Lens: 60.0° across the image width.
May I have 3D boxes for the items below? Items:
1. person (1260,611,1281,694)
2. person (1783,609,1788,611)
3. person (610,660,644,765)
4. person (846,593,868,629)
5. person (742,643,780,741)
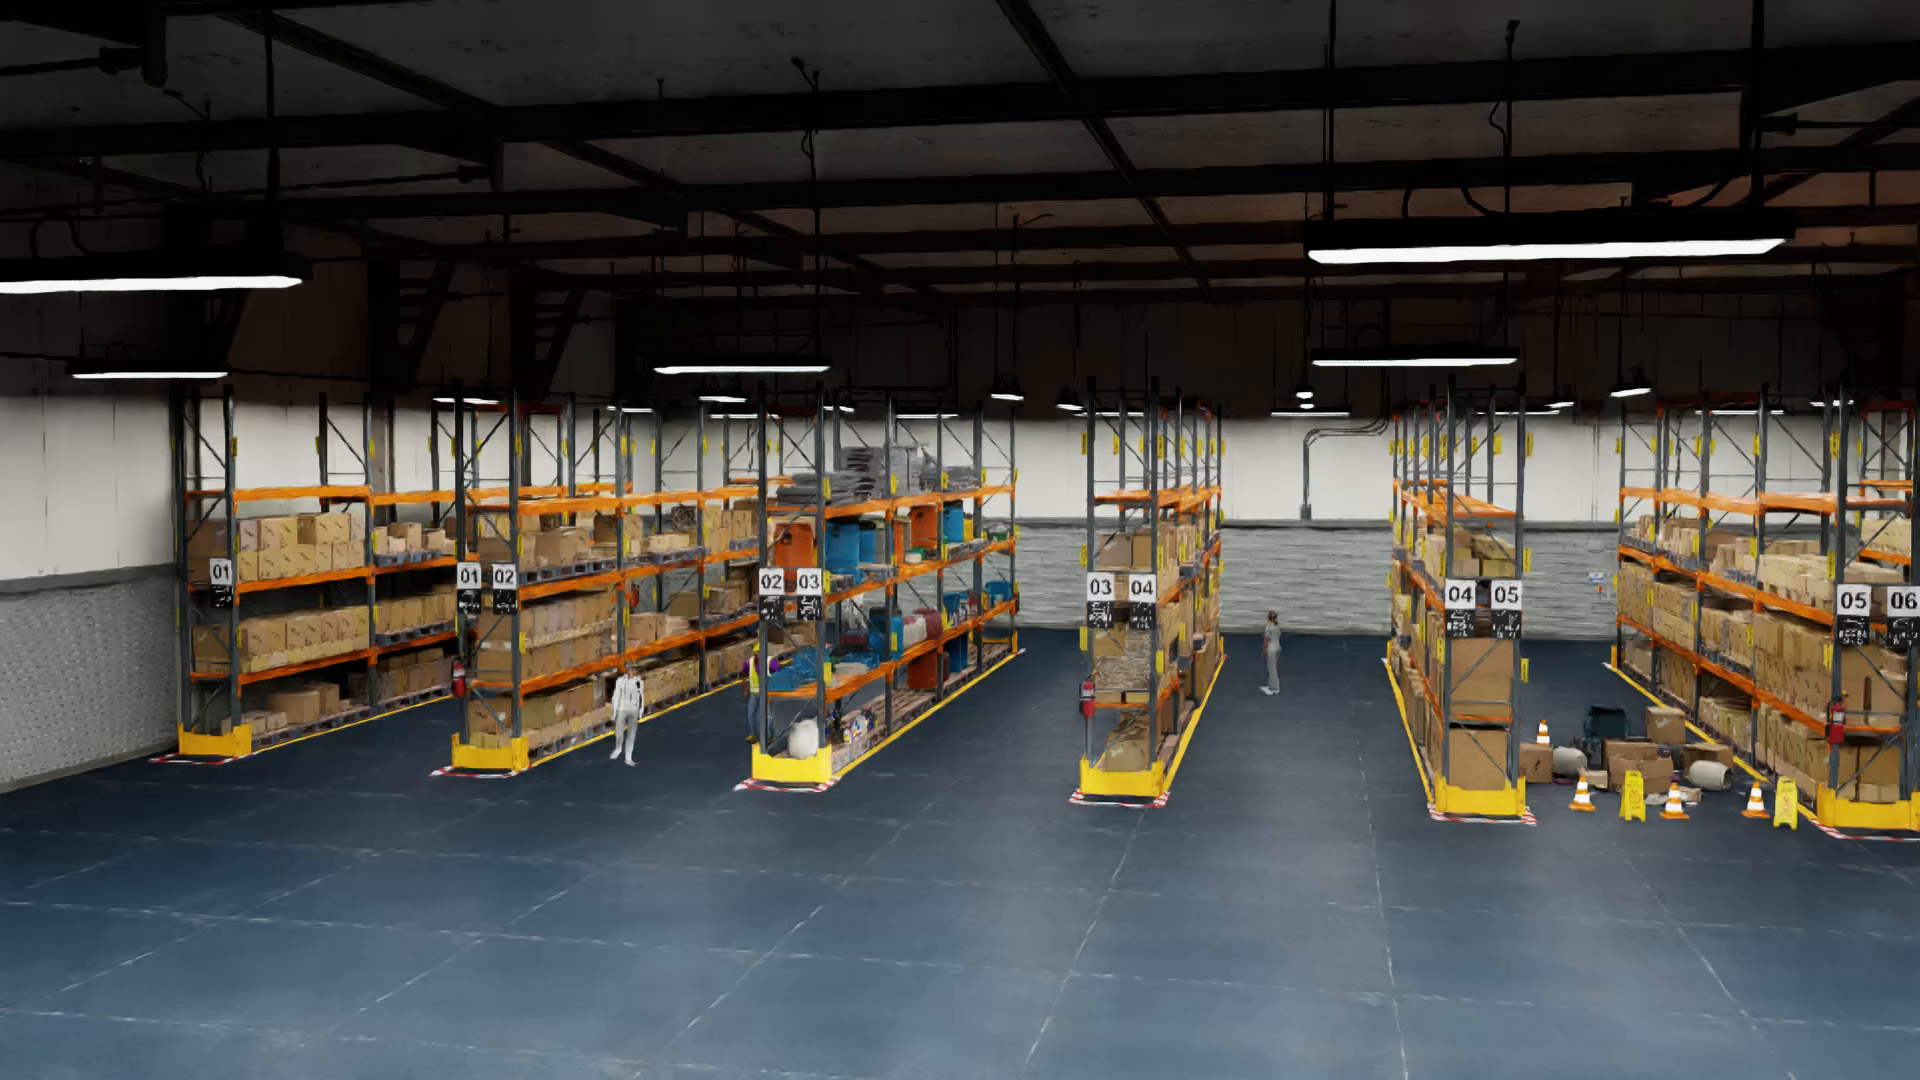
[{"bbox_3d":[6.303,2.262,33.765,0.564,1.666,0.564,3,4,42],"label":"person"},{"bbox_3d":[16.795,2.200,34.055,0.591,1.763,0.685,2,4,36],"label":"person"},{"bbox_3d":[-5.258,2.703,26.261,0.530,1.671,0.521,-1,4,-25],"label":"person"},{"bbox_3d":[-2.699,1.683,43.622,0.622,1.767,0.612,-3,4,-43],"label":"person"},{"bbox_3d":[-3.372,2.577,28.170,0.719,1.714,0.578,1,3,11],"label":"person"}]
